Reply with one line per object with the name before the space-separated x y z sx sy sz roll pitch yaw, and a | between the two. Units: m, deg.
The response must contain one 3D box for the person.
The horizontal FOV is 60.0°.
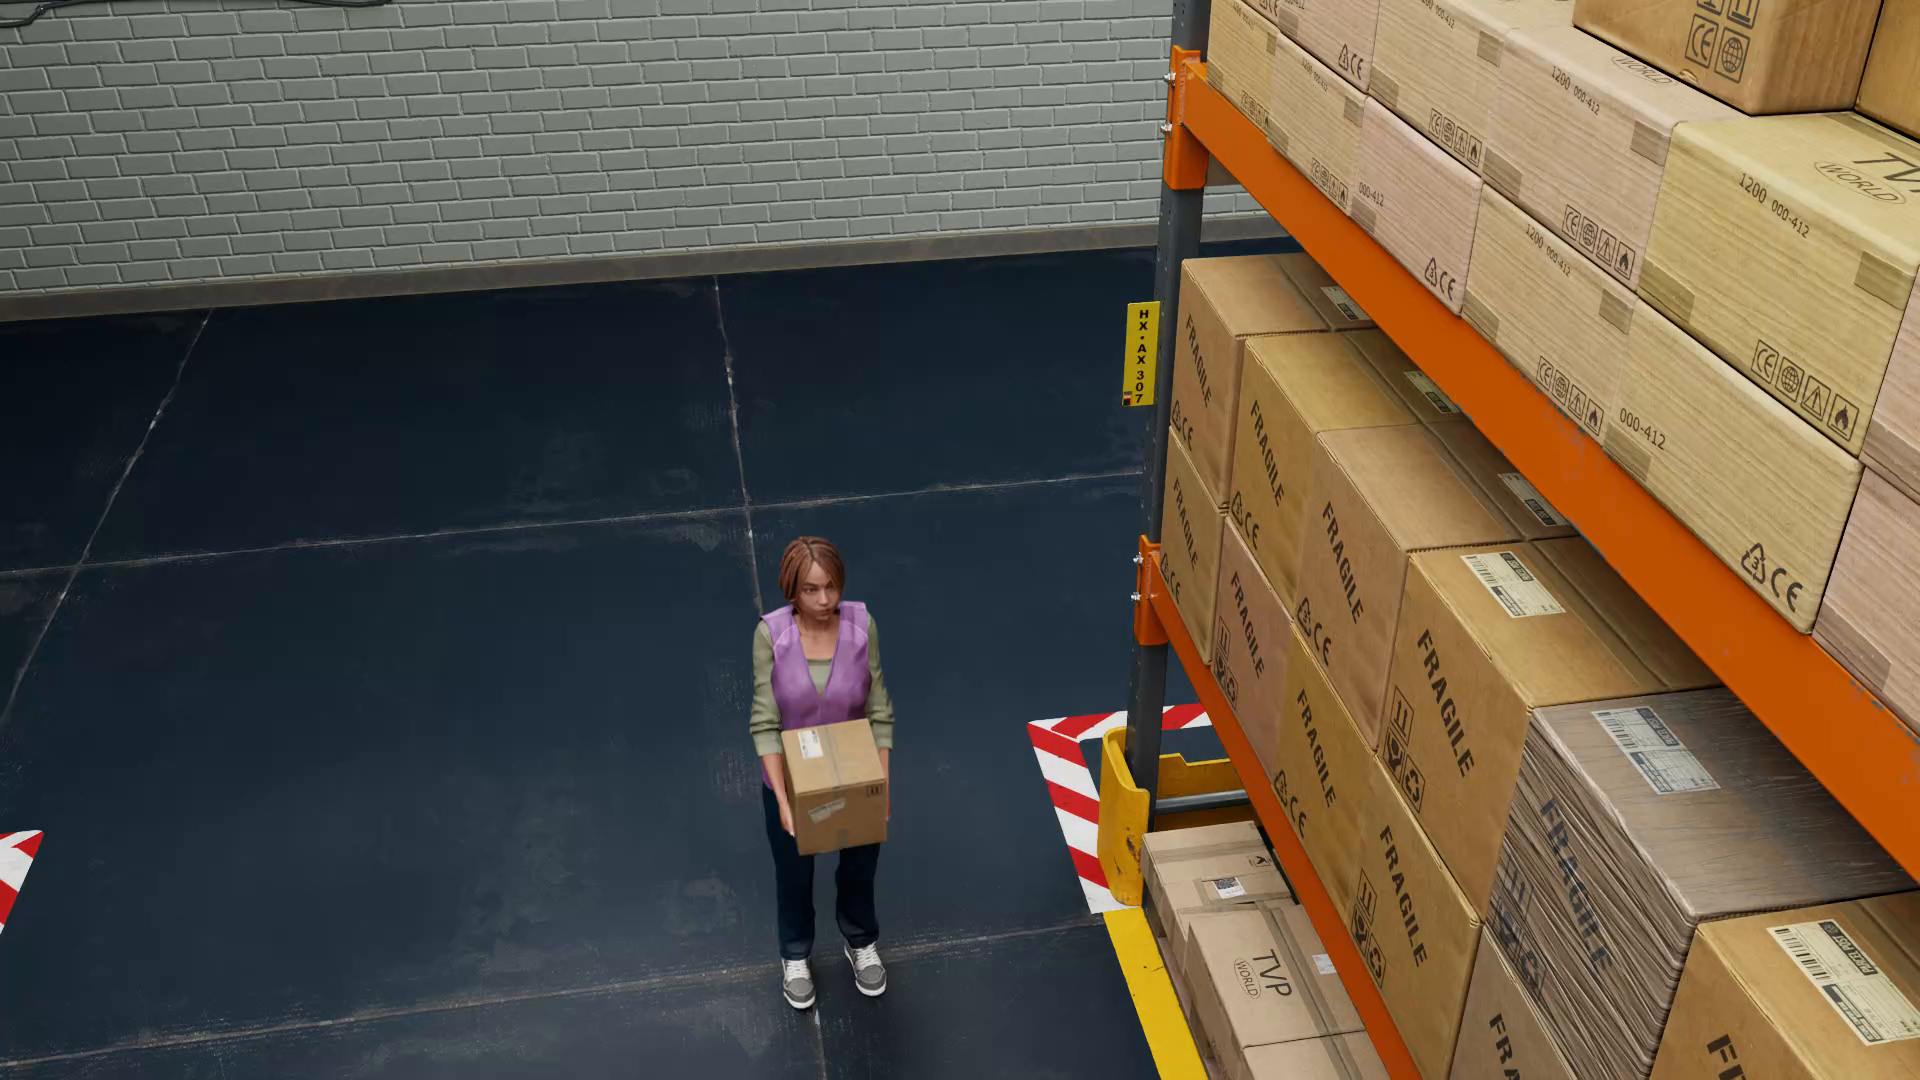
person | -0.391 0.746 4.905 0.419 1.594 0.492 -7 32 -12
